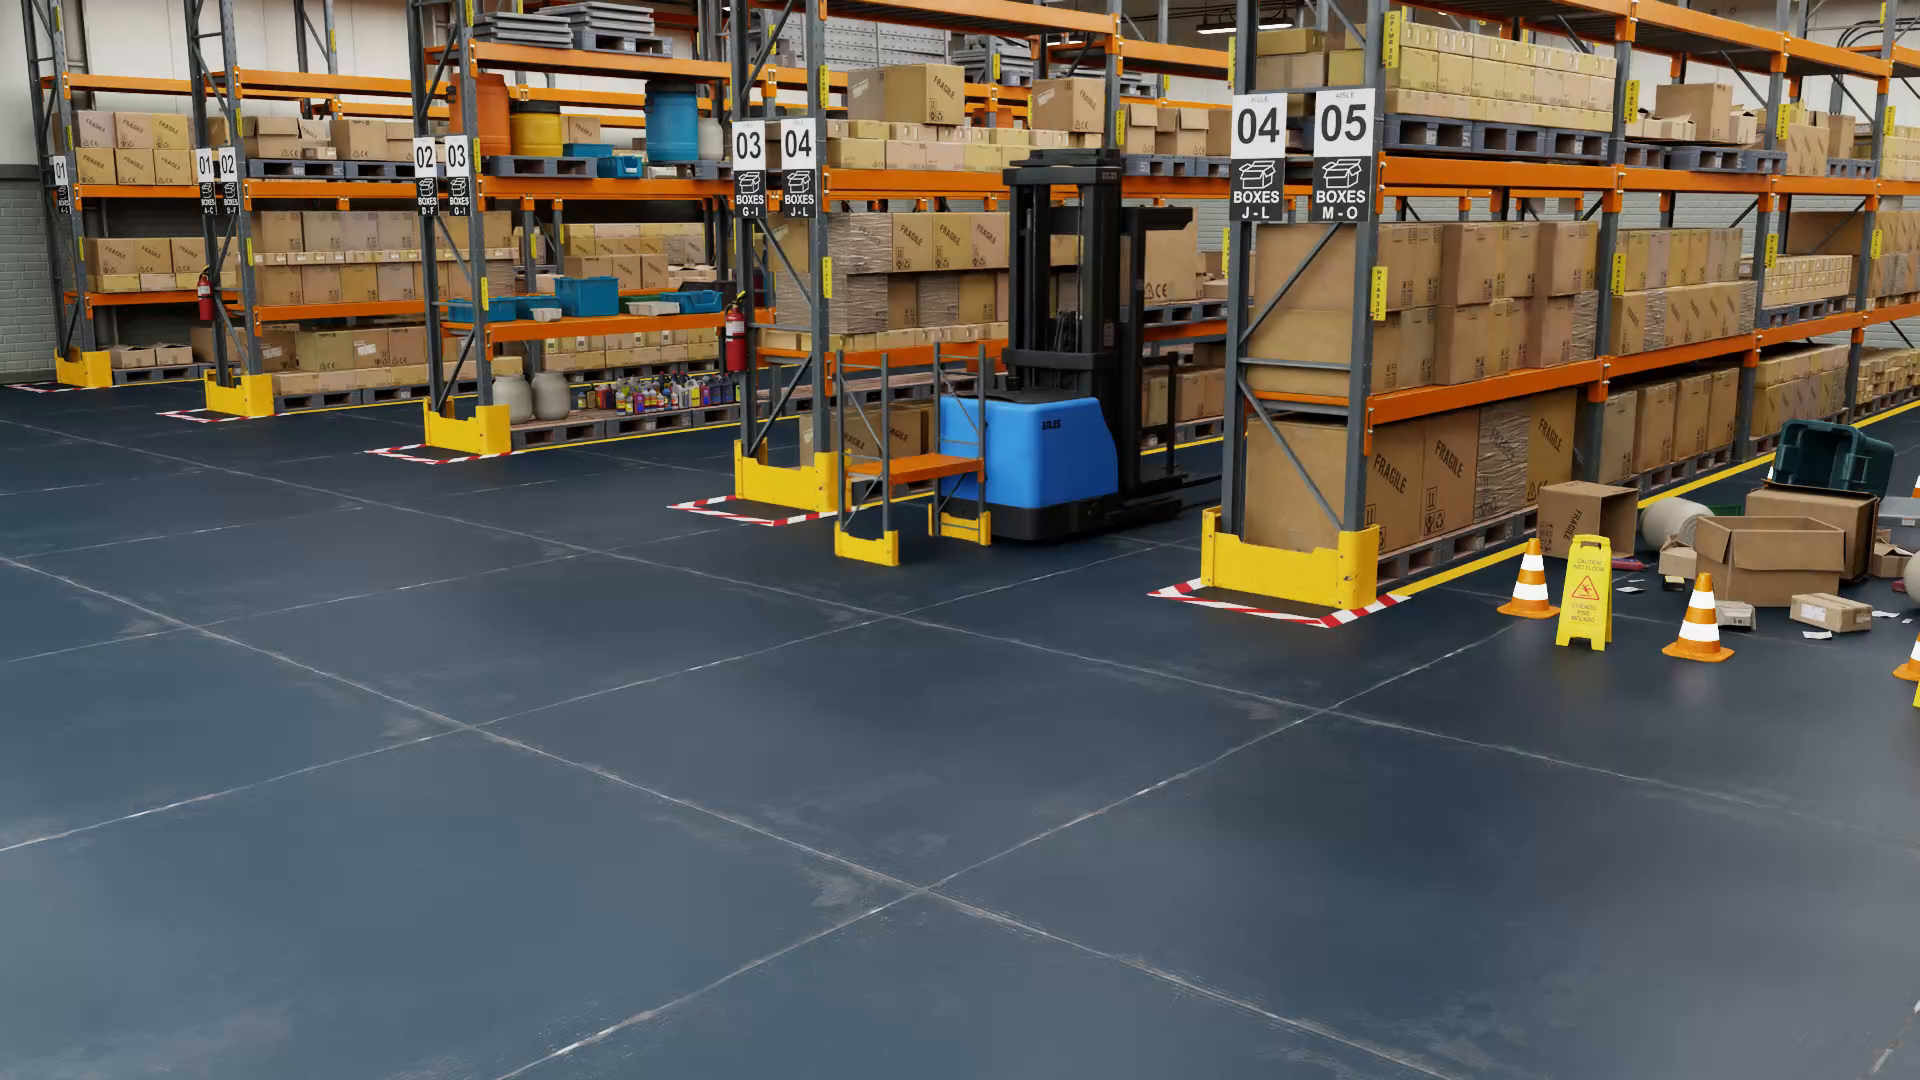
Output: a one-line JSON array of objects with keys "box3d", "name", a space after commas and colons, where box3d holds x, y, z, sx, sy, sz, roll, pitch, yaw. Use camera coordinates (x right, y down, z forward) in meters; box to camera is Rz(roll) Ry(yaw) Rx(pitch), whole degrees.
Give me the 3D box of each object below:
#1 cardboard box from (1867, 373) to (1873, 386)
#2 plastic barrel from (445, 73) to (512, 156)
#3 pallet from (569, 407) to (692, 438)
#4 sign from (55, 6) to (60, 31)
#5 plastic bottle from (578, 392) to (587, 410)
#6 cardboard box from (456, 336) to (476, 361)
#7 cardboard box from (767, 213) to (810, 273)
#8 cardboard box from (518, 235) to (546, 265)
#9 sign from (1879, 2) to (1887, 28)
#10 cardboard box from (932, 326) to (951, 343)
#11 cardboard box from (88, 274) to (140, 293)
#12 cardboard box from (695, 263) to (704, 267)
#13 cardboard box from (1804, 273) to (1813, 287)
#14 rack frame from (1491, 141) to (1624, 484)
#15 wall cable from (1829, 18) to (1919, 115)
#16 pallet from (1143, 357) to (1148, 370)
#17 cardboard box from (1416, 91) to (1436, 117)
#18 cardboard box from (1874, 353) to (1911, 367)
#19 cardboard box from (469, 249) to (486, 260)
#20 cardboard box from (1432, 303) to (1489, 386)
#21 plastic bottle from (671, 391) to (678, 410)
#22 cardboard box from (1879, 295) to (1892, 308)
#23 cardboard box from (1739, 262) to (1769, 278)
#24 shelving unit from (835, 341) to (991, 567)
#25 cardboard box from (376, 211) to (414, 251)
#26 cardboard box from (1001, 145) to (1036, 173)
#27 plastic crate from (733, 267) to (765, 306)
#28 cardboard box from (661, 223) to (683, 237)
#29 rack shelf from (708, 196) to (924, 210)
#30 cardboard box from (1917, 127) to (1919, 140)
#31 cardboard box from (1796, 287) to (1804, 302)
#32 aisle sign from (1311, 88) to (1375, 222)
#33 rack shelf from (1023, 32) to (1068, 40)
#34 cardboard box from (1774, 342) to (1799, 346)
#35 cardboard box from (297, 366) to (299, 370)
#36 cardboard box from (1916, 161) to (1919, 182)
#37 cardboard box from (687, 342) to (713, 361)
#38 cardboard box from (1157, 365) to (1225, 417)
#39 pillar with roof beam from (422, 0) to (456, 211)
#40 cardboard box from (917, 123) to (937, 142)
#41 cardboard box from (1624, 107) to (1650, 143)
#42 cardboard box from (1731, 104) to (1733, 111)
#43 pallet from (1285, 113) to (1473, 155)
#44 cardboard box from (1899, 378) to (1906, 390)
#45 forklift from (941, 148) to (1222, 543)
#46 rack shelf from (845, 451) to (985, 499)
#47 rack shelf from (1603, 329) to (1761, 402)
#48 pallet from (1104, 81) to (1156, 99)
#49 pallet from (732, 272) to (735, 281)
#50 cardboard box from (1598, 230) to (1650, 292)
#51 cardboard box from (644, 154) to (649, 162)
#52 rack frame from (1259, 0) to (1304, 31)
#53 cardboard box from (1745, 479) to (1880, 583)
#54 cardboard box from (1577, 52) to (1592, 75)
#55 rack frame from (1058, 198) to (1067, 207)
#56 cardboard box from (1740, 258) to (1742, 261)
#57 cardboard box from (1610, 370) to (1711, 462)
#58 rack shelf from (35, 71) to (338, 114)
[{"box3d": [10.982, -1.988, 20.452, 0.380, 0.149, 0.250, 9, 14, 37], "name": "cardboard box"}, {"box3d": [-4.987, -4.400, 17.254, 0.600, 0.830, 0.708, 10, 15, 40], "name": "plastic barrel"}, {"box3d": [-3.852, -1.372, 19.040, 1.003, 0.211, 1.213, 10, 15, 40], "name": "pallet"}, {"box3d": [-12.247, -7.074, 22.566, 0.100, 0.325, 0.005, 10, 15, 40], "name": "sign"}, {"box3d": [-4.329, -1.595, 19.058, 0.097, 0.201, 0.097, 0, 11, 0], "name": "plastic bottle"}, {"box3d": [-6.771, -2.711, 22.657, 0.500, 0.500, 0.500, 10, 15, 40], "name": "cardboard box"}, {"box3d": [-1.315, -2.582, 14.413, 0.500, 0.500, 0.500, 10, 15, 40], "name": "cardboard box"}, {"box3d": [-7.676, -5.077, 29.091, 0.700, 0.500, 0.500, 8, 14, 34], "name": "cardboard box"}, {"box3d": [12.321, -6.991, 22.150, 0.100, 0.325, 0.005, 10, 15, 40], "name": "sign"}, {"box3d": [-0.305, -1.857, 14.990, 0.380, 0.149, 0.250, 10, 15, 40], "name": "cardboard box"}, {"box3d": [-12.094, -3.672, 23.770, 0.500, 0.250, 0.500, 9, 15, 39], "name": "cardboard box"}, {"box3d": [-5.097, -5.199, 31.671, 0.380, 0.149, 0.250, 10, 15, 42], "name": "cardboard box"}, {"box3d": [8.942, -2.808, 17.924, 0.380, 0.149, 0.250, 11, 15, 42], "name": "cardboard box"}, {"box3d": [4.808, -1.716, 13.646, 1.000, 3.000, 0.127, 10, 15, 40], "name": "rack frame"}, {"box3d": [15.391, -9.044, 26.802, 2.277, 5.999, 0.120, 10, 15, 40], "name": "wall cable"}, {"box3d": [2.168, -2.714, 25.762, 1.003, 0.211, 1.213, 10, 15, 40], "name": "pallet"}, {"box3d": [2.802, -2.777, 10.612, 0.380, 0.149, 0.250, 10, 15, 41], "name": "cardboard box"}, {"box3d": [11.931, -2.310, 21.307, 0.380, 0.149, 0.250, 11, 15, 42], "name": "cardboard box"}, {"box3d": [-6.645, -3.878, 22.559, 0.380, 0.149, 0.250, 9, 15, 39], "name": "cardboard box"}, {"box3d": [3.189, -1.412, 11.738, 0.875, 0.550, 0.550, 10, 15, 40], "name": "cardboard box"}, {"box3d": [-3.288, -1.604, 19.106, 0.097, 0.201, 0.097, 0, 11, 0], "name": "plastic bottle"}, {"box3d": [11.172, -2.931, 20.369, 0.380, 0.149, 0.250, 10, 15, 41], "name": "cardboard box"}, {"box3d": [7.901, -2.723, 16.736, 0.380, 0.149, 0.250, 10, 15, 40], "name": "cardboard box"}, {"box3d": [-0.340, -0.663, 12.201, 0.587, 1.500, 1.083, 10, 15, 41], "name": "shelving unit"}, {"box3d": [-7.572, -4.051, 21.769, 0.700, 0.500, 0.500, 10, 15, 40], "name": "cardboard box"}, {"box3d": [0.359, -3.518, 15.390, 0.500, 0.250, 0.500, 10, 15, 40], "name": "cardboard box"}, {"box3d": [-2.482, -3.155, 20.686, 0.402, 0.464, 0.583, 10, 15, 40], "name": "plastic crate"}, {"box3d": [-5.531, -5.792, 31.073, 0.500, 0.250, 0.500, 10, 15, 41], "name": "cardboard box"}, {"box3d": [-2.330, -5.655, 27.543, 1.077, 0.370, 4.000, 10, 15, 40], "name": "rack shelf"}, {"box3d": [11.529, -4.970, 20.368, 0.380, 0.149, 0.250, 9, 15, 39], "name": "cardboard box"}, {"box3d": [8.769, -2.623, 17.753, 0.380, 0.149, 0.250, 10, 15, 41], "name": "cardboard box"}, {"box3d": [2.346, -2.353, 10.198, 0.394, 0.787, 0.004, 10, 15, 40], "name": "aisle sign"}, {"box3d": [0.311, -9.344, 29.870, 1.077, 0.370, 4.000, 10, 15, 40], "name": "rack shelf"}, {"box3d": [9.402, -2.167, 19.296, 0.500, 0.250, 0.500, 9, 14, 38], "name": "cardboard box"}, {"box3d": [-8.478, -2.115, 21.590, 0.500, 0.250, 0.500, 10, 15, 40], "name": "cardboard box"}, {"box3d": [11.622, -4.550, 20.558, 0.500, 0.250, 0.500, 11, 15, 43], "name": "cardboard box"}, {"box3d": [-4.152, -2.915, 25.594, 0.500, 0.250, 0.500, 10, 15, 40], "name": "cardboard box"}, {"box3d": [2.636, -1.682, 18.734, 0.500, 0.500, 0.700, -11, 15, -43], "name": "cardboard box"}, {"box3d": [-5.648, -7.188, 25.725, 9.100, 9.000, 0.400, 10, 15, 40], "name": "pillar with roof beam"}, {"box3d": [-0.422, -3.532, 14.444, 0.380, 0.149, 0.250, 10, 15, 40], "name": "cardboard box"}, {"box3d": [5.799, -3.685, 14.743, 0.500, 0.311, 0.500, 9, 14, 38], "name": "cardboard box"}, {"box3d": [7.520, -4.293, 16.680, 0.396, 0.266, 0.258, 10, 15, 40], "name": "cardboard box"}, {"box3d": [2.649, -2.666, 10.967, 1.003, 0.211, 1.213, 10, 15, 40], "name": "pallet"}, {"box3d": [11.931, -2.023, 21.388, 0.380, 0.149, 0.250, 9, 14, 38], "name": "cardboard box"}, {"box3d": [1.164, -1.642, 13.447, 1.130, 2.935, 3.031, 10, 15, 41], "name": "forklift"}, {"box3d": [-0.346, -0.485, 12.229, 0.538, 0.185, 1.000, 10, 15, 41], "name": "rack shelf"}, {"box3d": [6.128, -1.658, 15.190, 1.077, 0.370, 4.000, 10, 15, 40], "name": "rack shelf"}, {"box3d": [2.186, -6.717, 24.871, 1.003, 0.211, 1.213, 10, 15, 40], "name": "pallet"}, {"box3d": [-3.255, -4.257, 26.856, 1.213, 0.211, 1.003, 10, 15, 40], "name": "pallet"}, {"box3d": [5.469, -2.405, 14.288, 0.700, 0.500, 0.500, 9, 15, 39], "name": "cardboard box"}, {"box3d": [-4.626, -5.609, 24.790, 0.500, 0.250, 0.500, 9, 15, 39], "name": "cardboard box"}, {"box3d": [5.349, -7.720, 28.389, 1.000, 3.000, 0.127, 10, 15, 40], "name": "rack frame"}, {"box3d": [5.821, -0.069, 11.428, 0.797, 0.637, 0.503, 10, 15, 40], "name": "cardboard box"}, {"box3d": [4.472, -3.541, 12.401, 0.380, 0.149, 0.250, 10, 15, 40], "name": "cardboard box"}, {"box3d": [1.631, -5.419, 32.186, 1.000, 3.000, 0.127, 10, 15, 40], "name": "rack frame"}, {"box3d": [8.282, -3.001, 18.126, 0.380, 0.149, 0.250, 11, 16, 43], "name": "cardboard box"}, {"box3d": [6.404, -1.201, 15.735, 1.050, 0.750, 0.750, 10, 15, 41], "name": "cardboard box"}, {"box3d": [-11.334, -6.587, 24.560, 1.077, 0.370, 4.000, 10, 15, 40], "name": "rack shelf"}]
